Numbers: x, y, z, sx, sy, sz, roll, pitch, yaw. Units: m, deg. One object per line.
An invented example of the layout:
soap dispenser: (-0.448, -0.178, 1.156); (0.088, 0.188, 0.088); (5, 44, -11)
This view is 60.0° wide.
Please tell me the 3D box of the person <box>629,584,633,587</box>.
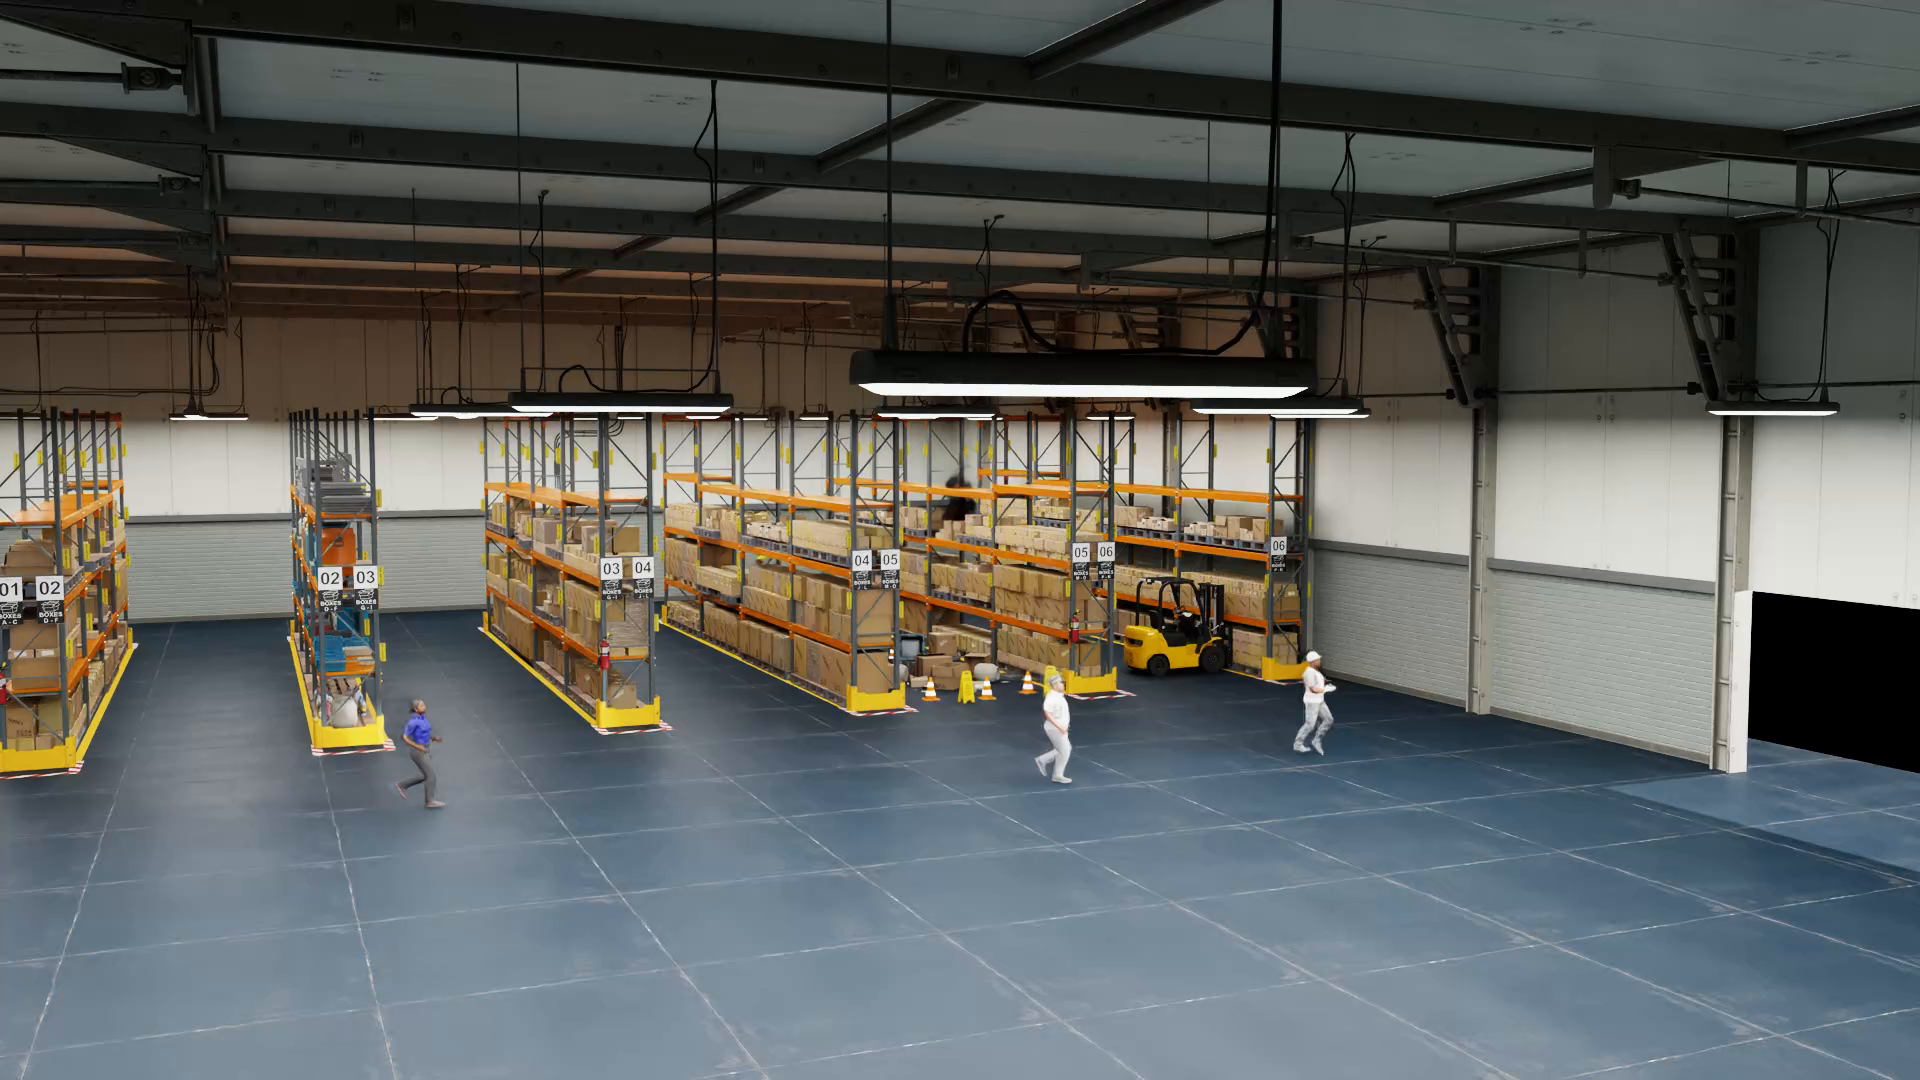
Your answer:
person: (-8.638, 1.740, 44.786); (0.671, 1.676, 0.607); (-1, 4, -16)

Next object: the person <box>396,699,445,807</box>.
person: (-8.079, 3.176, 24.791); (0.761, 1.615, 0.585); (0, 4, 0)

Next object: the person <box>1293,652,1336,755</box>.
person: (6.137, 2.825, 28.698); (0.724, 1.806, 0.655); (2, 4, 26)

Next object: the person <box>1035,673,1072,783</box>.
person: (1.490, 2.994, 26.549); (0.610, 1.749, 0.669); (1, 4, 11)

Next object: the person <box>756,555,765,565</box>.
person: (-6.024, 1.328, 50.469); (0.698, 1.728, 0.704); (-1, 4, -18)
